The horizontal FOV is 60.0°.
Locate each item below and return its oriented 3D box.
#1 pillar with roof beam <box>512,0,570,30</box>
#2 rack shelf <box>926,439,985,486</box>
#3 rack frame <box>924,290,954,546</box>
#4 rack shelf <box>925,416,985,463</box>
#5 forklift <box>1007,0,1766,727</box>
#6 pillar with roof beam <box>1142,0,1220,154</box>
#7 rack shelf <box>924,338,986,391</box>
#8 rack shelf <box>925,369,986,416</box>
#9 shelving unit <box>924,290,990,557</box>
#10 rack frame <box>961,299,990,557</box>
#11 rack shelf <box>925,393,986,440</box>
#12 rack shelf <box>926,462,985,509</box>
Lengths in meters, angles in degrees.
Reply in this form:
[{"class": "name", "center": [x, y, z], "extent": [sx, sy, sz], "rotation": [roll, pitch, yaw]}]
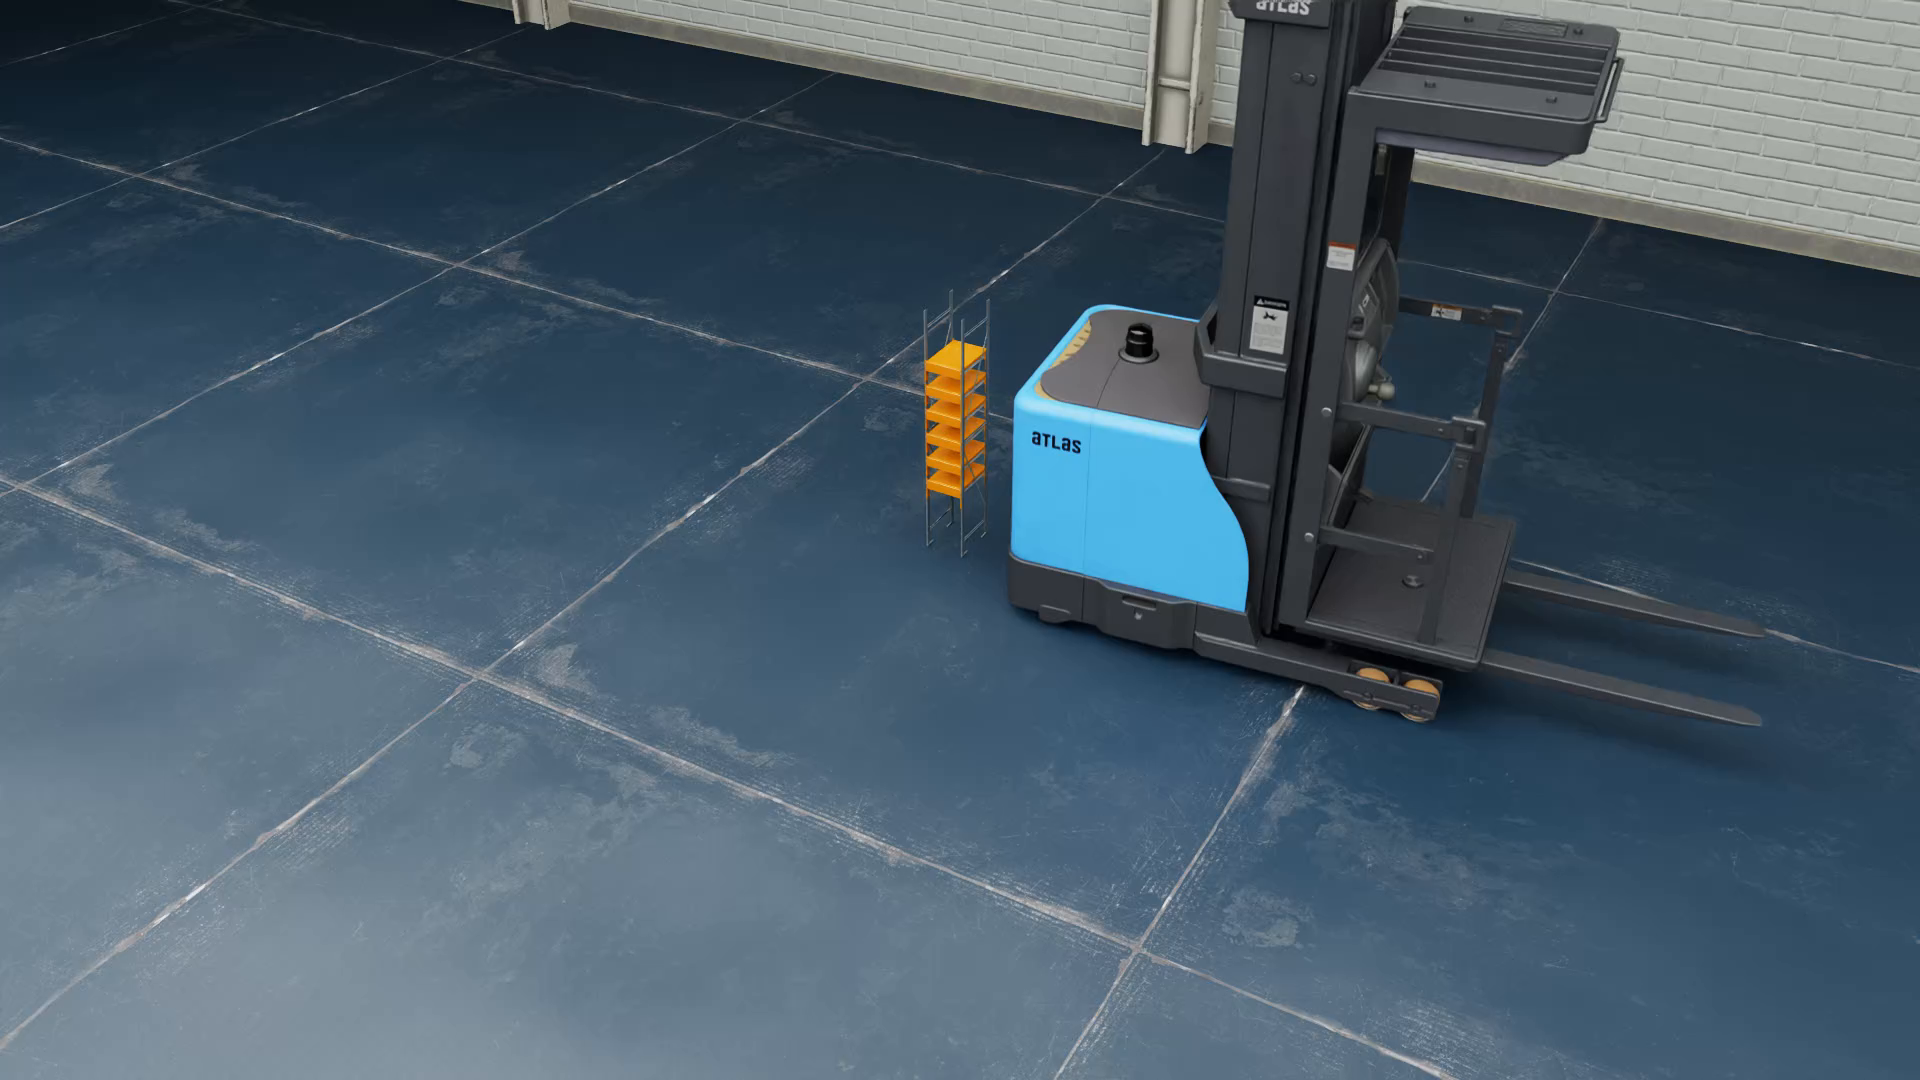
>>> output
[{"class": "pillar with roof beam", "center": [-5.782, -6.214, 8.963], "extent": [0.400, 9.000, 9.100], "rotation": [18, 37, 24]}, {"class": "rack shelf", "center": [-0.013, -0.367, 7.515], "extent": [0.180, 0.103, 0.258], "rotation": [18, 37, 24]}, {"class": "rack frame", "center": [-0.092, -0.529, 7.461], "extent": [0.006, 1.200, 0.240], "rotation": [18, 37, 24]}, {"class": "rack shelf", "center": [-0.013, -0.466, 7.448], "extent": [0.180, 0.103, 0.258], "rotation": [18, 37, 24]}, {"class": "forklift", "center": [1.770, -0.829, 6.350], "extent": [3.031, 2.935, 1.130], "rotation": [13, 36, 19]}, {"class": "pillar with roof beam", "center": [-0.572, -4.564, 6.485], "extent": [0.400, 9.000, 9.100], "rotation": [18, 37, 24]}, {"class": "rack shelf", "center": [-0.013, -0.766, 7.249], "extent": [0.180, 0.103, 0.258], "rotation": [18, 37, 24]}, {"class": "rack shelf", "center": [-0.013, -0.666, 7.315], "extent": [0.180, 0.103, 0.258], "rotation": [18, 37, 24]}, {"class": "shelving unit", "center": [-0.013, -0.503, 7.423], "extent": [0.189, 1.200, 0.258], "rotation": [18, 37, 24]}, {"class": "rack frame", "center": [0.067, -0.478, 7.386], "extent": [0.006, 1.200, 0.240], "rotation": [18, 37, 24]}, {"class": "rack shelf", "center": [-0.013, -0.566, 7.382], "extent": [0.180, 0.103, 0.258], "rotation": [18, 37, 24]}, {"class": "rack shelf", "center": [-0.013, -0.267, 7.581], "extent": [0.180, 0.103, 0.258], "rotation": [18, 37, 24]}]
